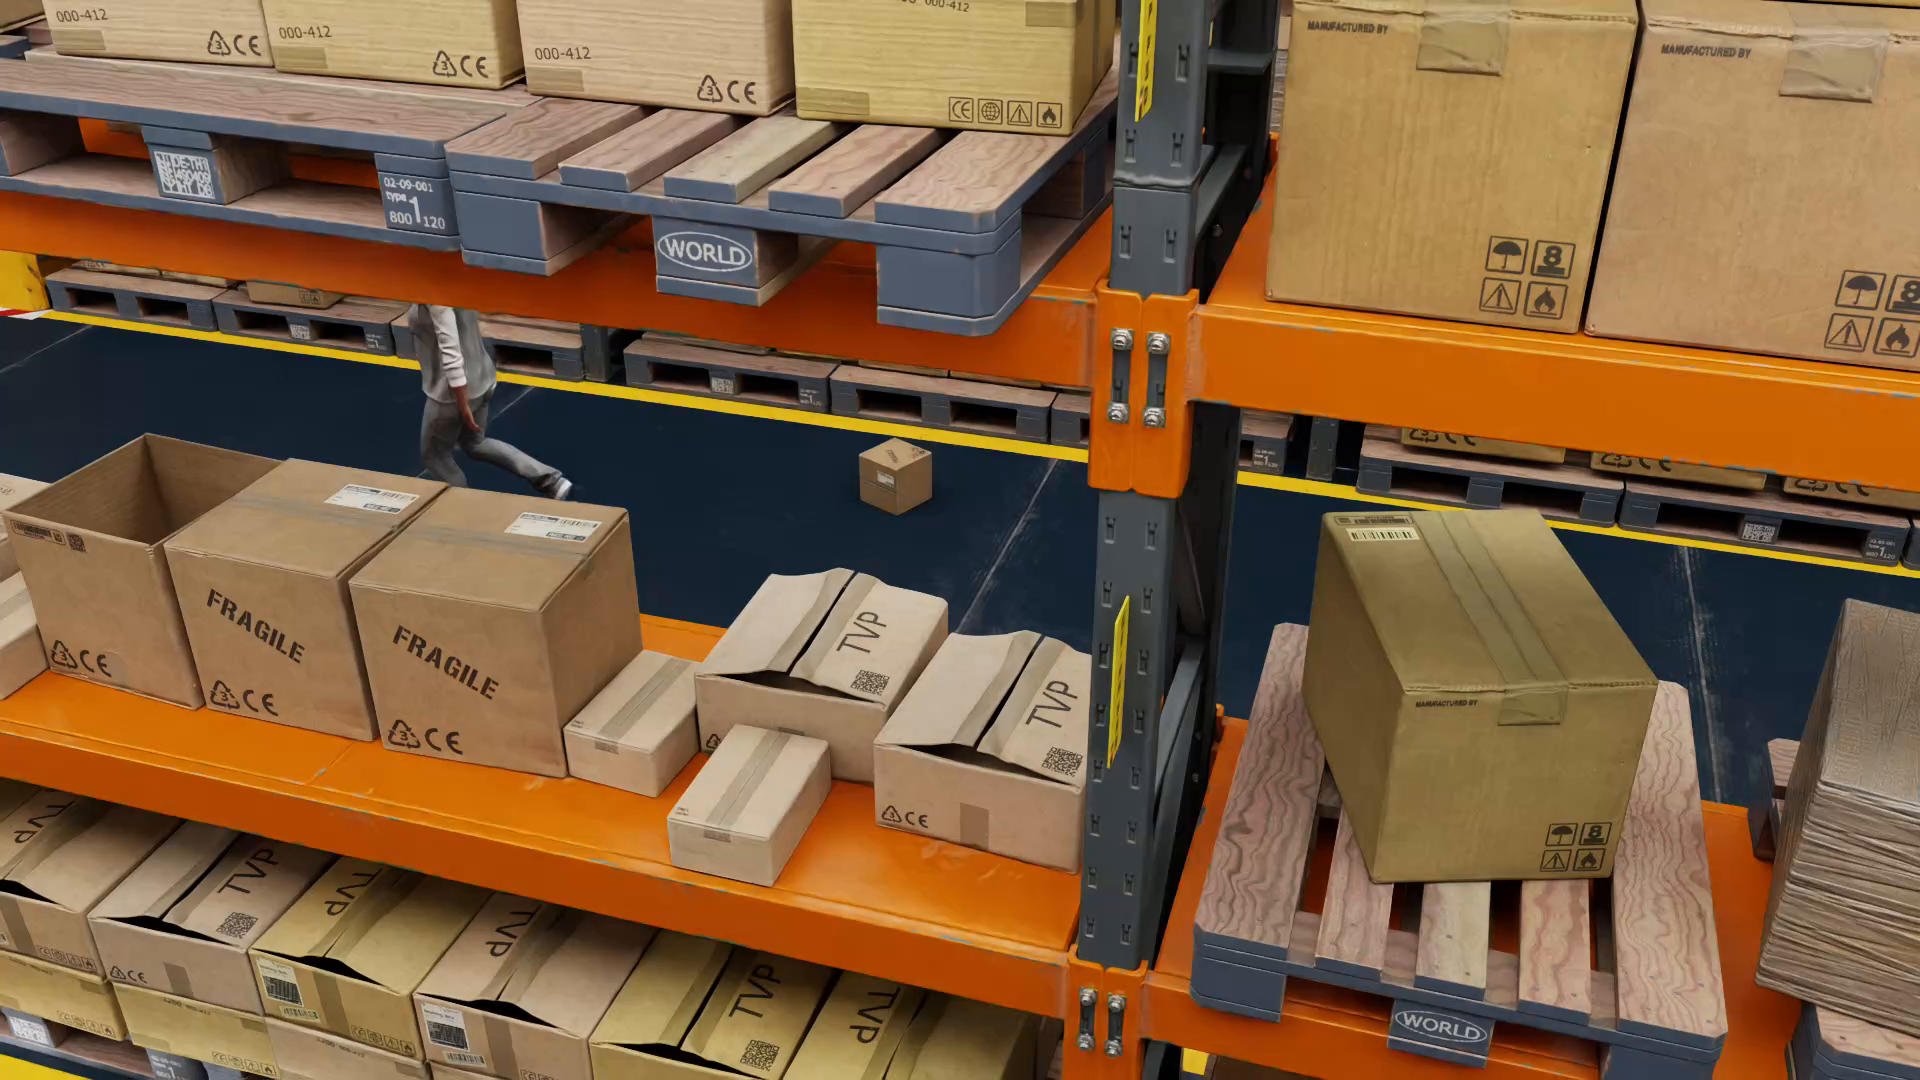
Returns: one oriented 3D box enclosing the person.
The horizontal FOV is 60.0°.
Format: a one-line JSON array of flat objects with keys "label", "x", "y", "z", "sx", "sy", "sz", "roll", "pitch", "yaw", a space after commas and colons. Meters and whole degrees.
[{"label": "person", "x": -2.137, "y": -0.668, "z": 7.284, "sx": 0.729, "sy": 1.572, "sz": 0.439, "roll": 3, "pitch": 30, "yaw": 5}]
